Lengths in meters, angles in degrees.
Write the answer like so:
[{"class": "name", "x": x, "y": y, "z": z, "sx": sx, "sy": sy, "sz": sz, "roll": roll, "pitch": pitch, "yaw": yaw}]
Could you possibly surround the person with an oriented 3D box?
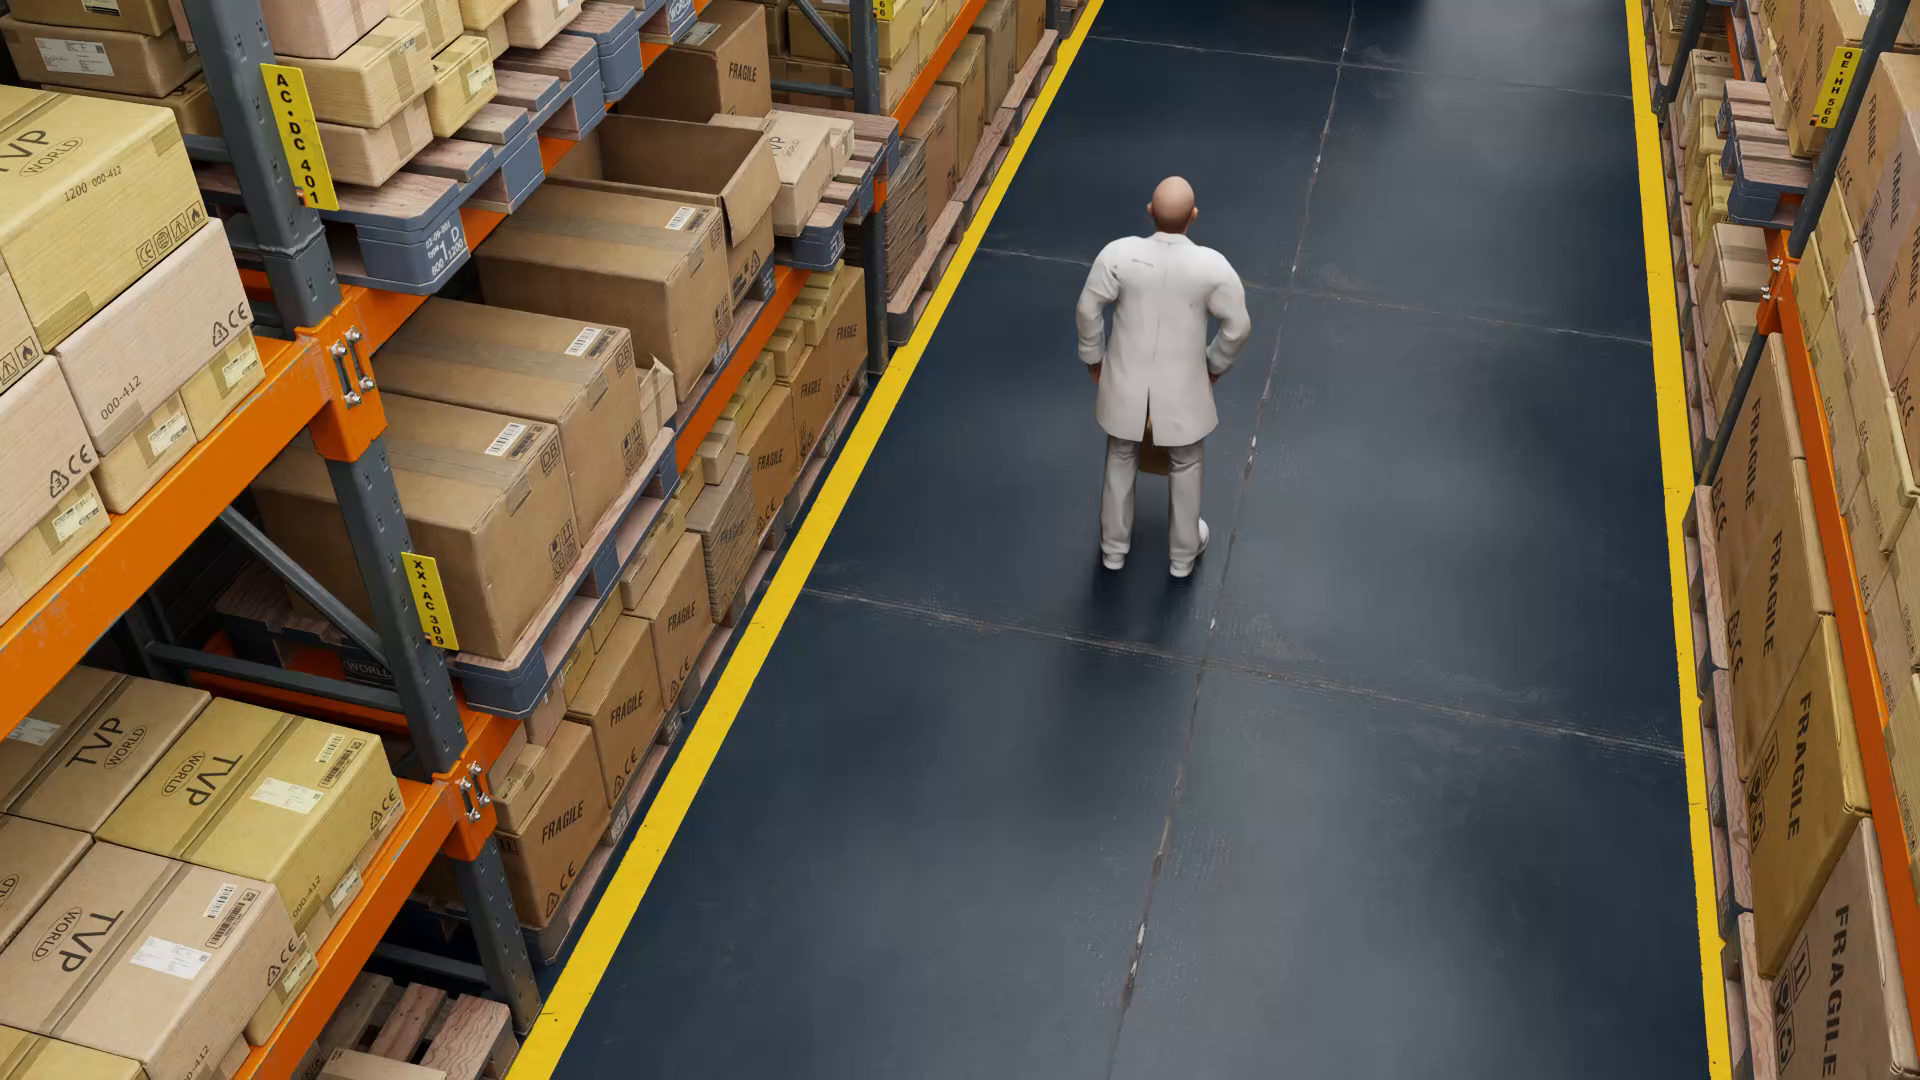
[{"class": "person", "x": 0.826, "y": -0.666, "z": 6.958, "sx": 0.709, "sy": 1.755, "sz": 0.484, "roll": 9, "pitch": 41, "yaw": 11}]
